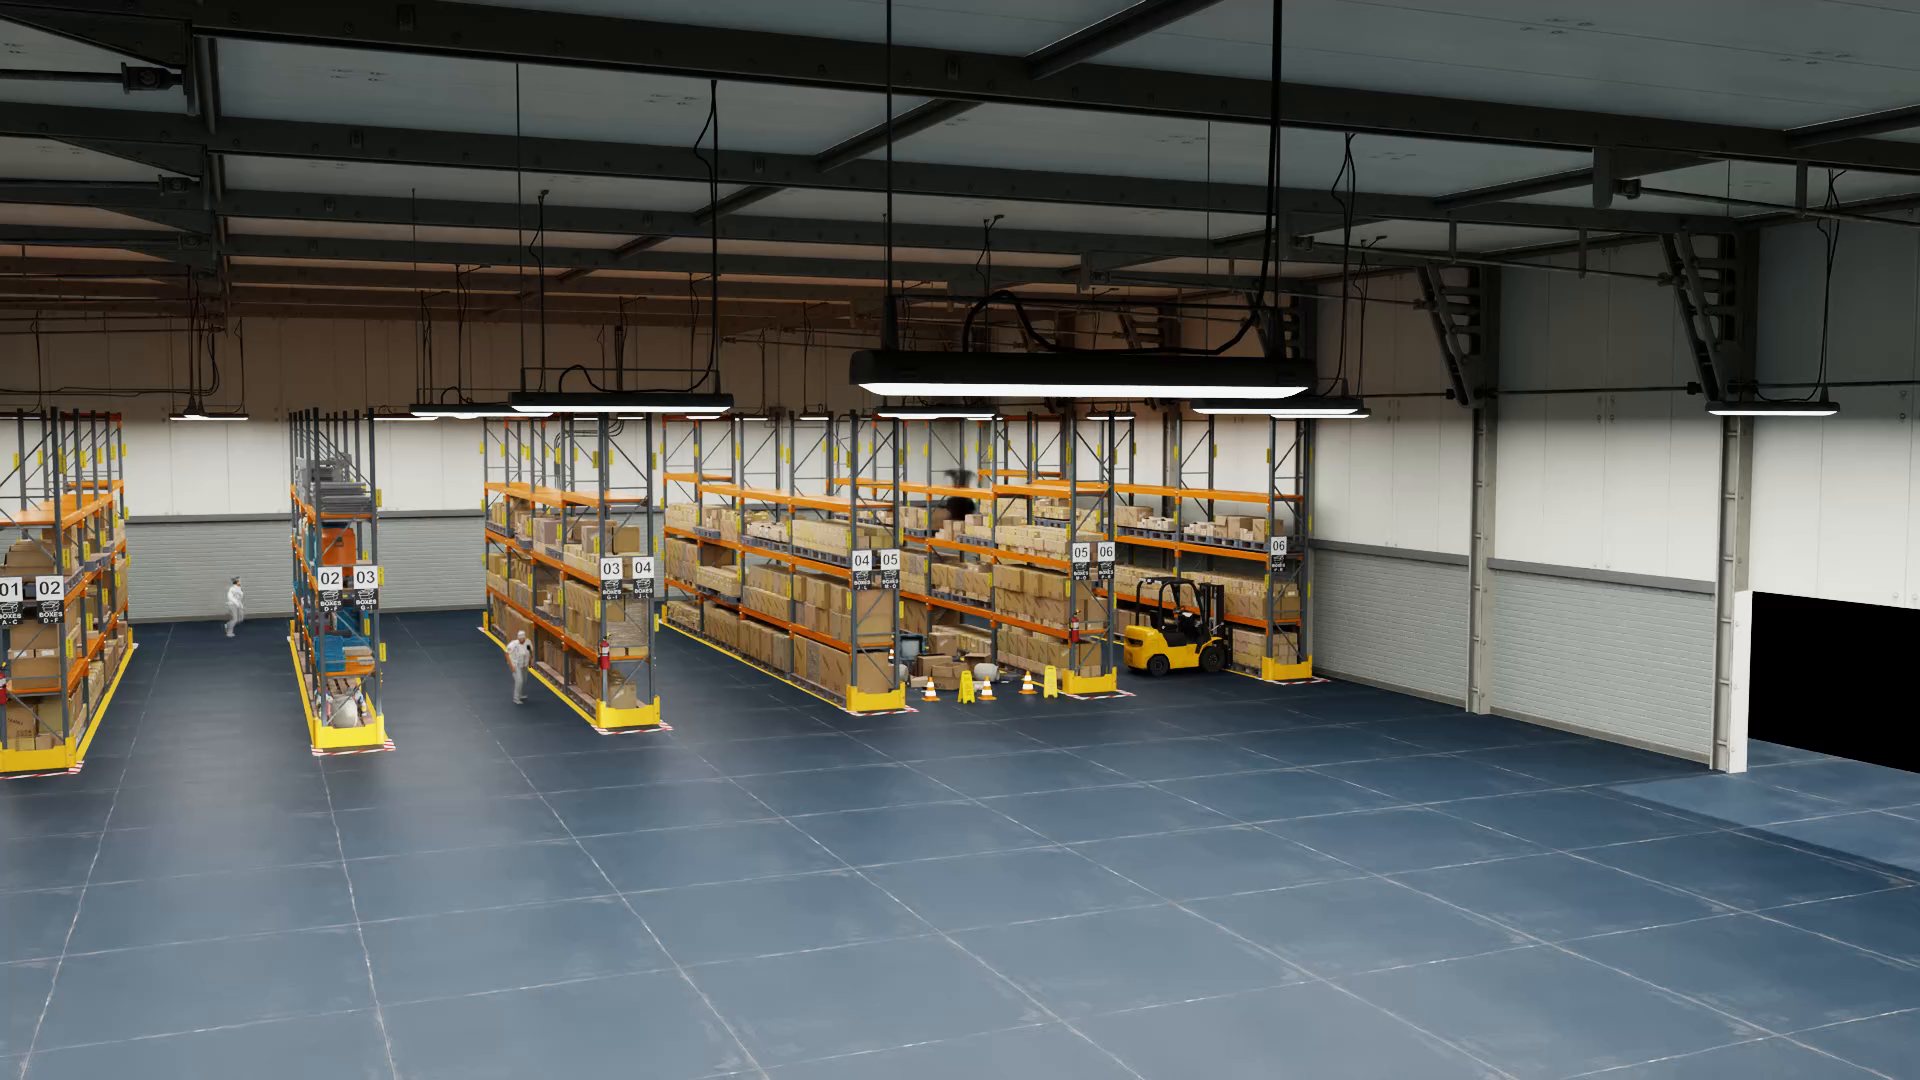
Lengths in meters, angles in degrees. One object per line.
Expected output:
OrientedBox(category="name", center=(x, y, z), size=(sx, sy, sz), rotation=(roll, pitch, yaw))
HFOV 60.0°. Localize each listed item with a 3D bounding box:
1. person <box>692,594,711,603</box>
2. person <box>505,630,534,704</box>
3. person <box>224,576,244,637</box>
OrientedBox(category="person", center=(-7.731, 1.390, 49.420), size=(0.965, 1.770, 0.654), rotation=(-2, 5, -30))
OrientedBox(category="person", center=(-9.044, 2.585, 34.187), size=(0.839, 1.529, 0.681), rotation=(3, 5, 38))
OrientedBox(category="person", center=(-19.637, 1.782, 45.065), size=(0.475, 1.590, 0.715), rotation=(0, 4, 1))
